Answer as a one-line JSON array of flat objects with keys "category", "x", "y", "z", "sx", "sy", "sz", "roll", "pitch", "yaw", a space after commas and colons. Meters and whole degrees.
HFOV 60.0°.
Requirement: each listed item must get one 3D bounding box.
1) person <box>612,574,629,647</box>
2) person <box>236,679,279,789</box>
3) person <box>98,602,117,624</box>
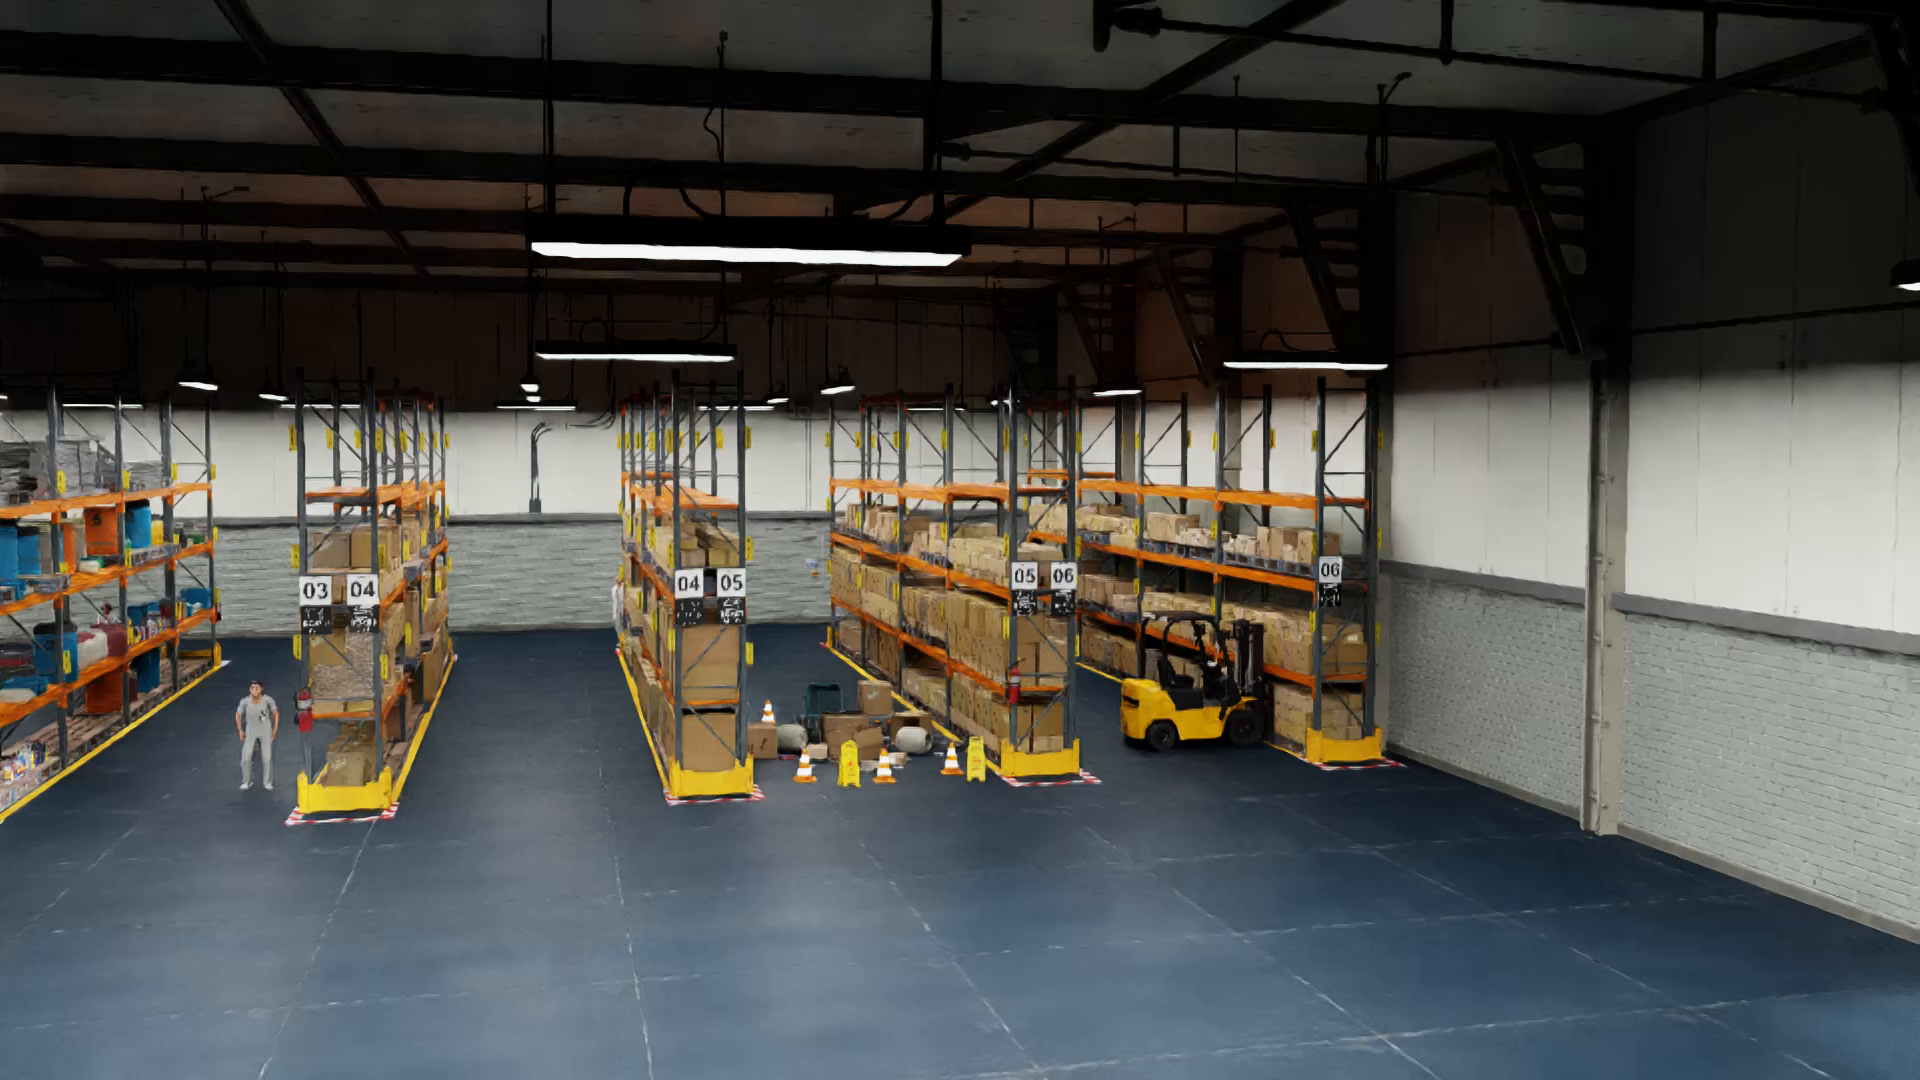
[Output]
[{"category": "person", "x": -8.179, "y": 1.729, "z": 40.534, "sx": 0.612, "sy": 1.717, "sz": 0.612, "roll": 1, "pitch": 4, "yaw": 21}, {"category": "person", "x": -10.051, "y": 2.779, "z": 23.808, "sx": 0.580, "sy": 1.618, "sz": 0.507, "roll": -1, "pitch": 4, "yaw": -15}, {"category": "person", "x": -18.392, "y": 2.088, "z": 35.889, "sx": 0.417, "sy": 1.517, "sz": 1.036, "roll": -1, "pitch": 3, "yaw": -11}]
